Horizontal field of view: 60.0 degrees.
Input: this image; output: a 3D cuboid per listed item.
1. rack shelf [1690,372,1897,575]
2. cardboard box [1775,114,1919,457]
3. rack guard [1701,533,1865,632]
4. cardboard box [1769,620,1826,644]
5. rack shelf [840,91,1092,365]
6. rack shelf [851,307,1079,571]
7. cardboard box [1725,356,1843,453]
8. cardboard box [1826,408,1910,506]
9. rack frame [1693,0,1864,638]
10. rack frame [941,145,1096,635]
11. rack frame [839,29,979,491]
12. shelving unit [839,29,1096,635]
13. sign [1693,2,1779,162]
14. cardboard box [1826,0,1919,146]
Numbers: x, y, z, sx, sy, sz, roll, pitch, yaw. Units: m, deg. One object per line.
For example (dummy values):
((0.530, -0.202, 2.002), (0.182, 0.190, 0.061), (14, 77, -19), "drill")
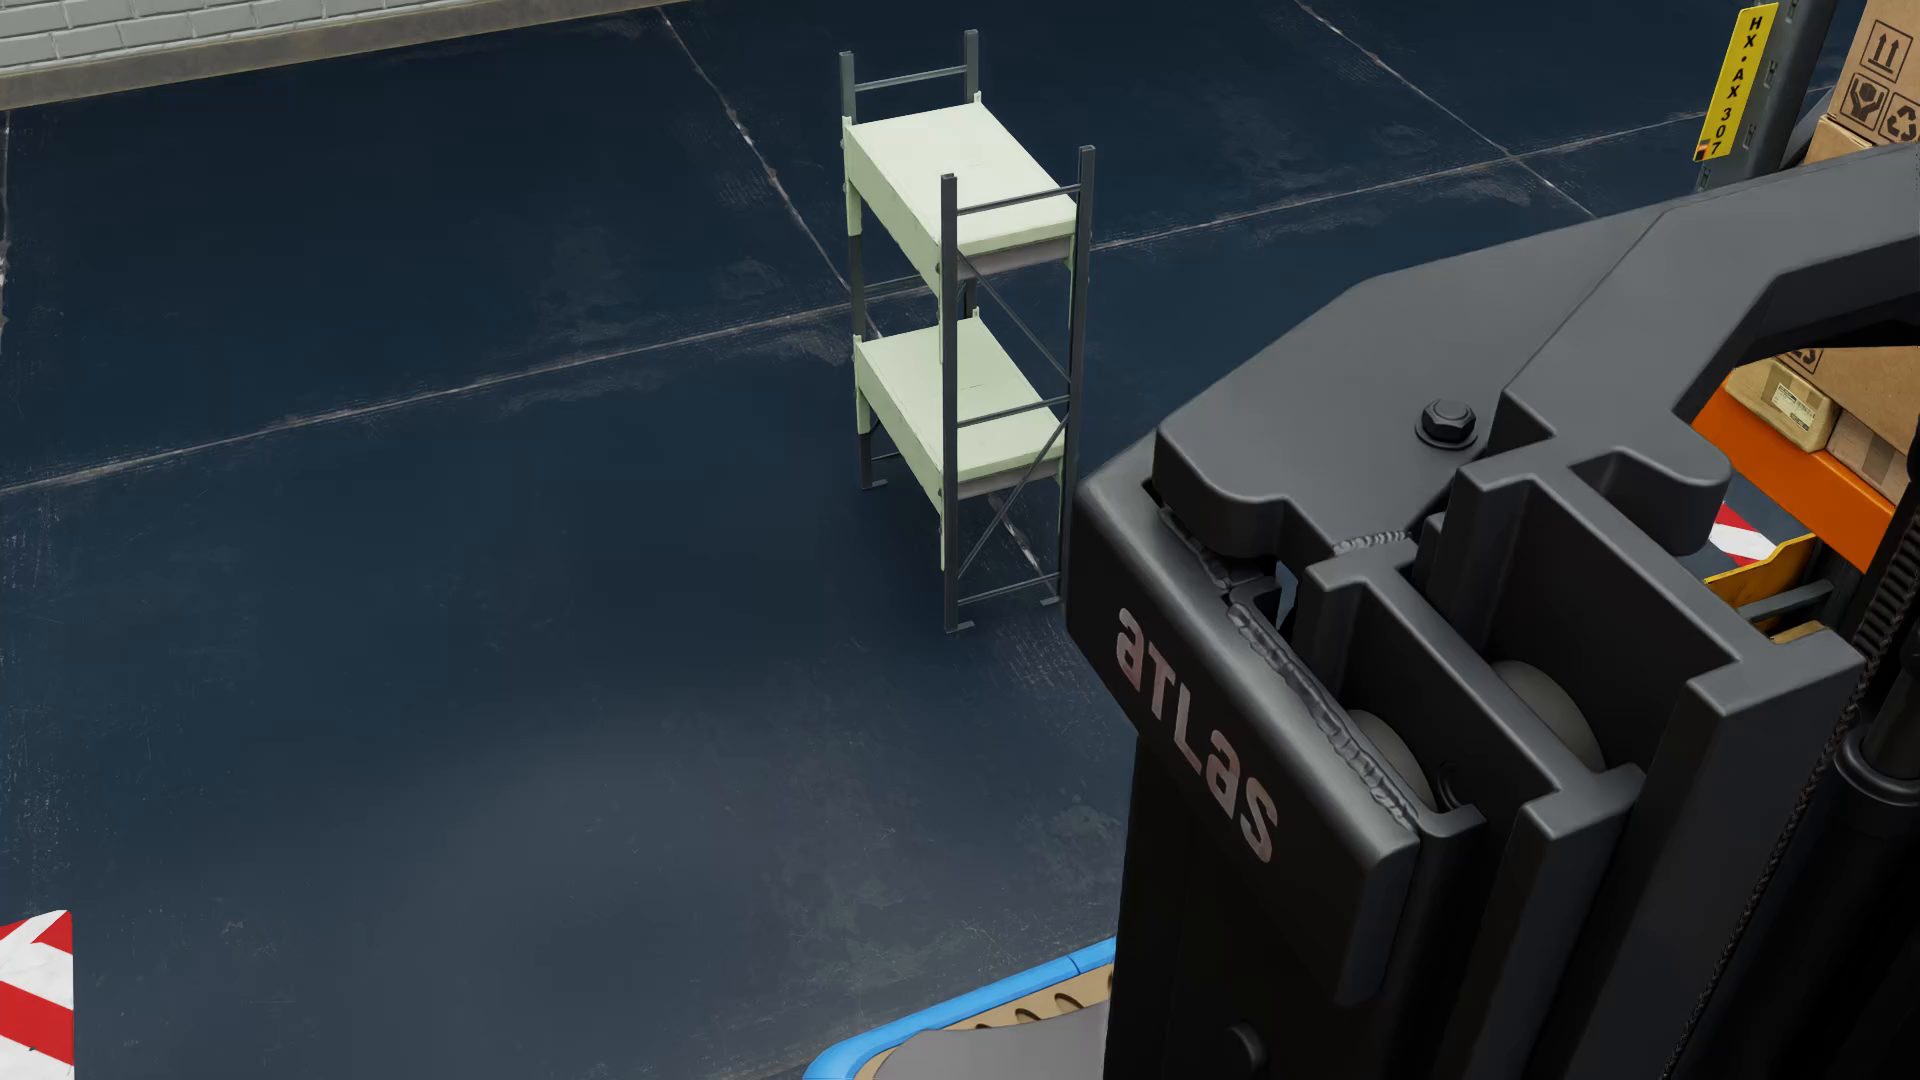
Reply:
((2.832, 0.751, 2.628), (1.077, 0.370, 4.000), (-15, 43, -17), "rack shelf")
((1.983, -0.538, 3.270), (0.500, 0.500, 0.500), (-13, 42, -15), "cardboard box")
((2.096, 0.267, 4.556), (1.175, 0.500, 0.348), (-15, 43, -17), "rack guard")
((1.953, 0.370, 3.928), (0.380, 0.149, 0.250), (-17, 44, -19), "cardboard box")
((0.003, -0.861, 4.502), (0.431, 0.370, 0.720), (-15, 43, -17), "rack shelf")
((0.003, -0.317, 4.969), (0.431, 0.370, 0.720), (-15, 43, -17), "rack shelf")
((1.888, -0.355, 3.555), (0.380, 0.149, 0.250), (-15, 43, -17), "cardboard box")
((2.024, -0.212, 3.388), (0.380, 0.149, 0.250), (-14, 43, -15), "cardboard box")
((2.067, -0.727, 3.795), (1.000, 3.000, 0.127), (-15, 43, -17), "rack frame")
((0.143, -0.344, 4.500), (0.400, 1.500, 0.023), (-15, 43, -17), "rack frame")
((-0.137, -0.785, 5.013), (0.400, 1.500, 0.023), (-15, 43, -17), "rack frame")
((0.003, -0.565, 4.756), (0.431, 1.500, 0.755), (-15, 43, -17), "shelving unit")
((1.566, -0.920, 3.355), (0.100, 0.325, 0.005), (-15, 43, -17), "sign")
((1.993, -0.920, 2.948), (0.500, 0.500, 0.500), (-15, 43, -17), "cardboard box")
